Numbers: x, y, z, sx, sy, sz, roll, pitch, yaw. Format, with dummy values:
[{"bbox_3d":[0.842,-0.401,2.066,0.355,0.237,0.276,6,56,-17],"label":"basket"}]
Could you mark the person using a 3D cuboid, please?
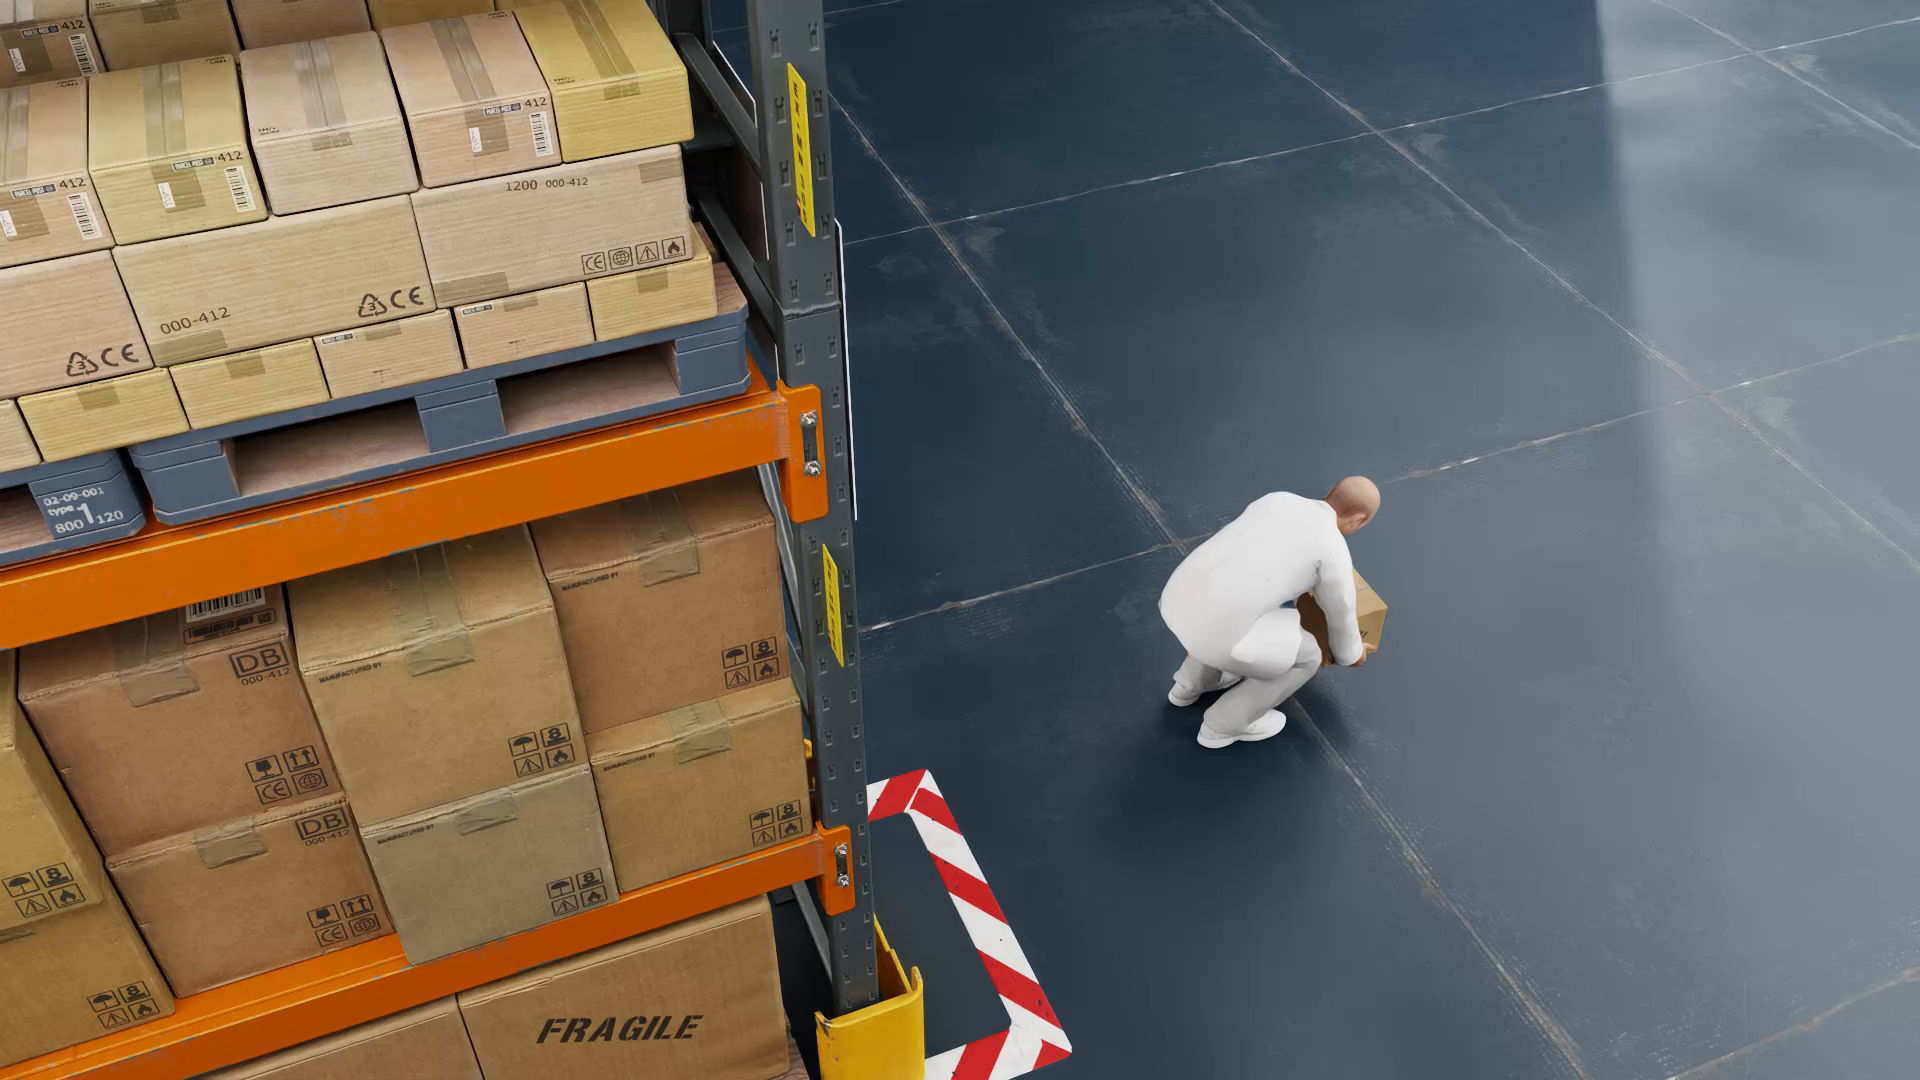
[{"bbox_3d":[1.200,0.275,6.442,0.927,1.008,0.589,-17,44,-18],"label":"person"}]
